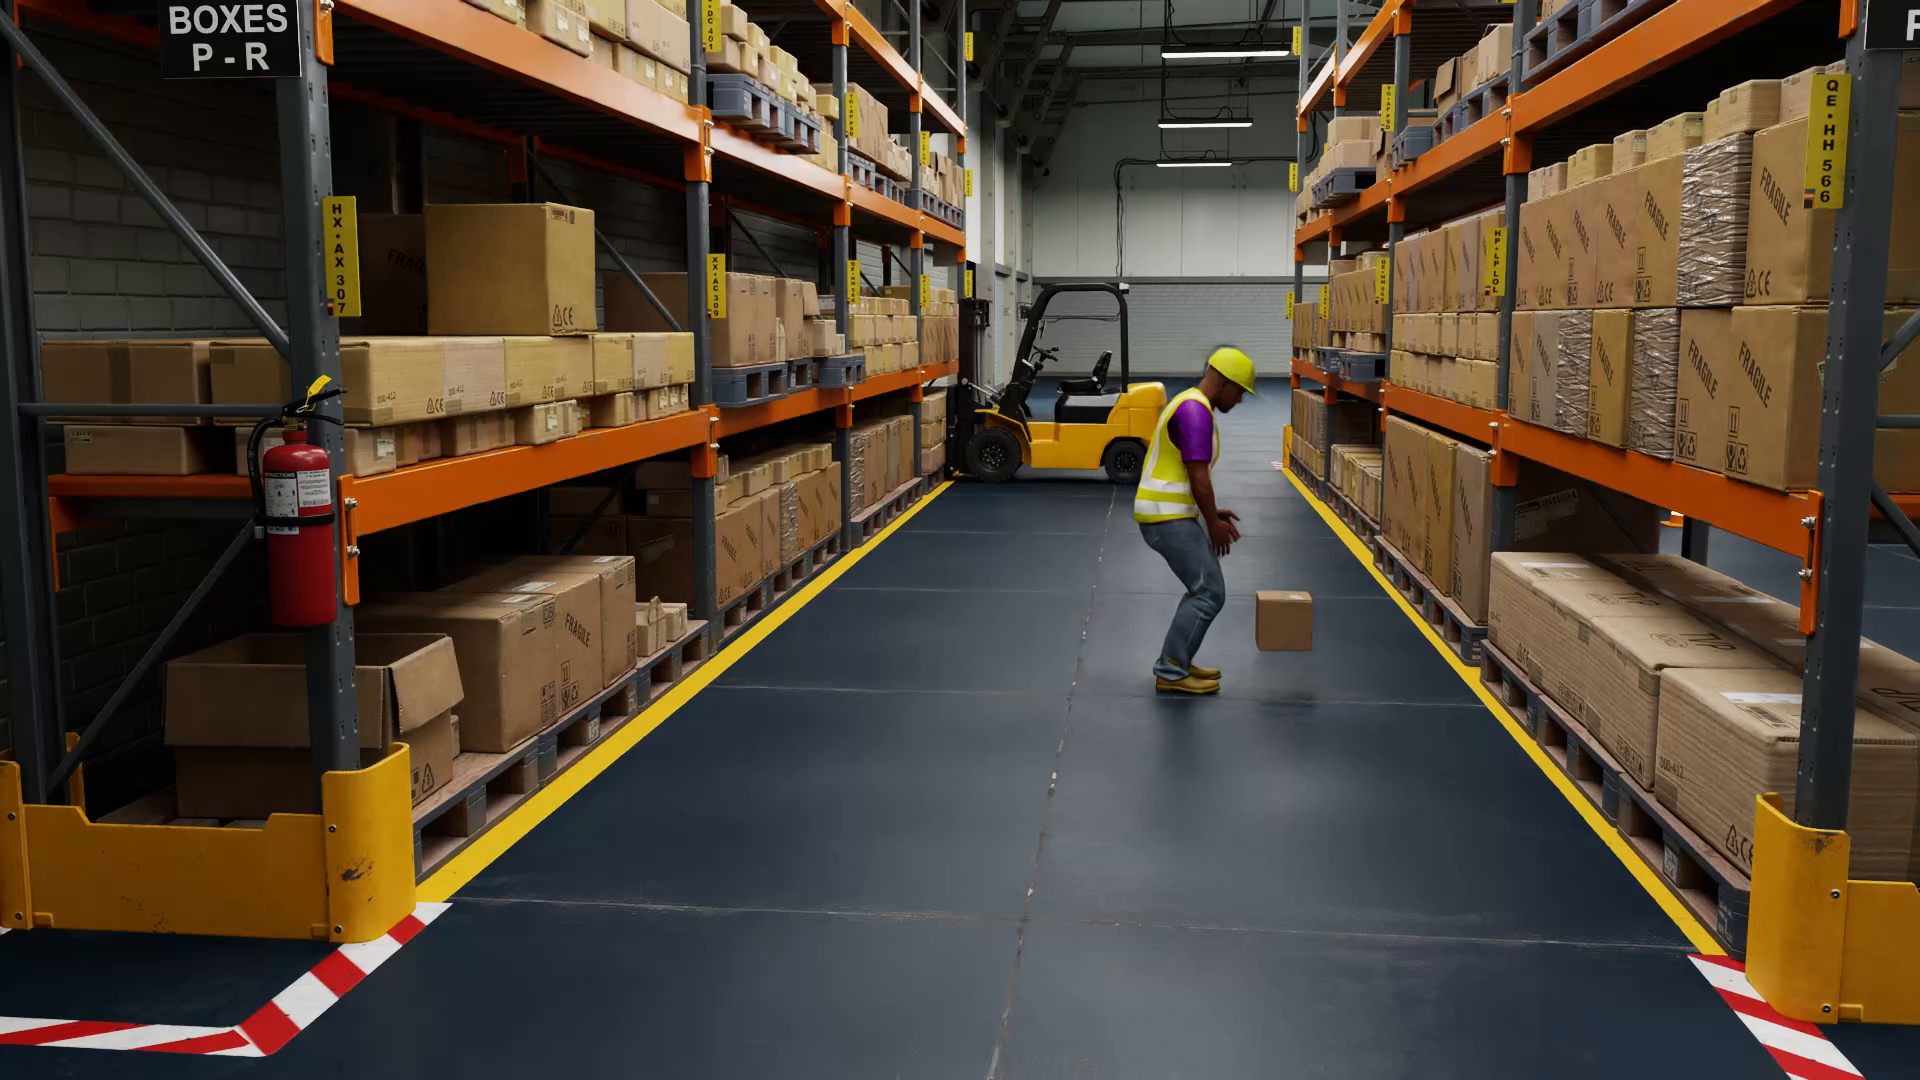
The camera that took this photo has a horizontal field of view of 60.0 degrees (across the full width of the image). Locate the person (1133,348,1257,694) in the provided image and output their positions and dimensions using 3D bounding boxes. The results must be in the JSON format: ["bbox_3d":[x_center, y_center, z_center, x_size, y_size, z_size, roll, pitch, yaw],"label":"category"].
[{"bbox_3d":[1.124,-0.105,8.009,0.576,1.633,0.613,1,8,7],"label":"person"}]
